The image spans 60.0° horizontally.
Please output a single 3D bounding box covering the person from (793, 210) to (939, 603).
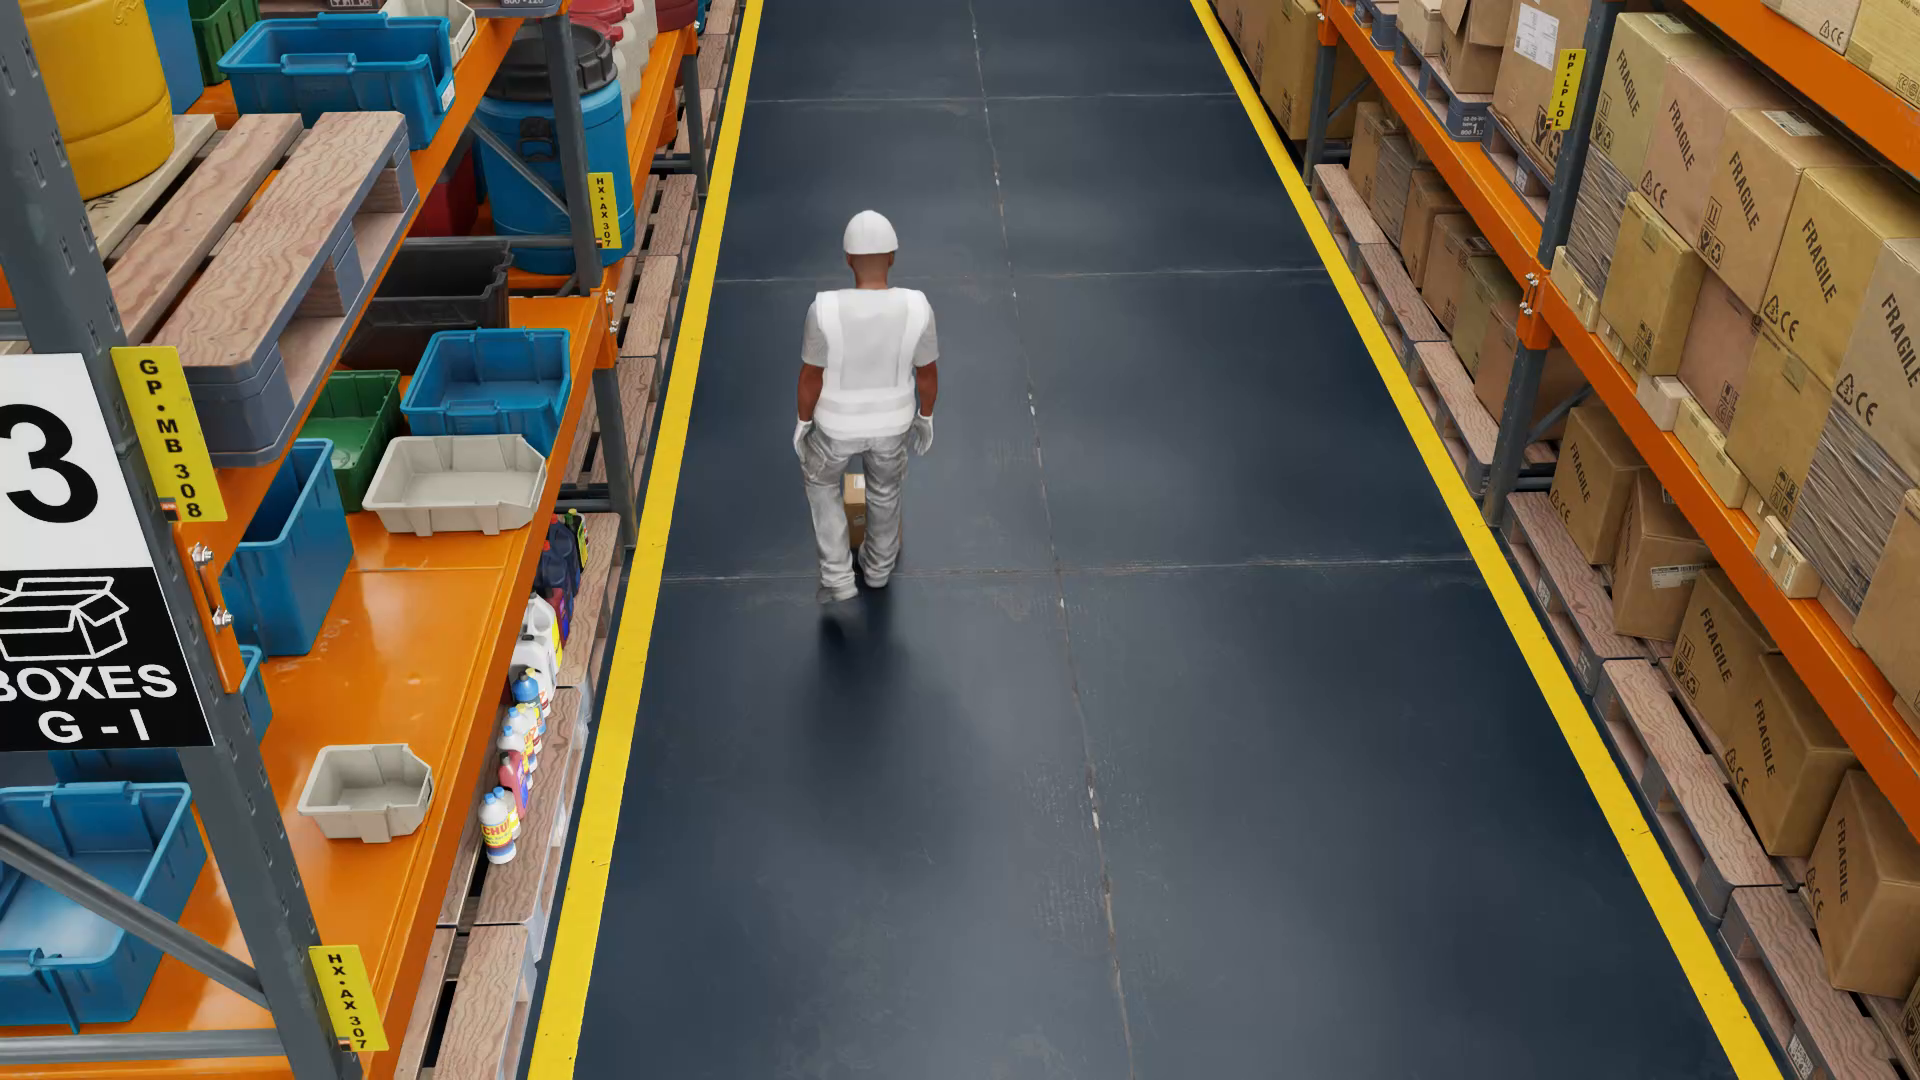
[{"bbox_3d":[-0.400,-0.521,6.838,0.592,1.781,0.583,-7,36,-10],"label":"person"}]
